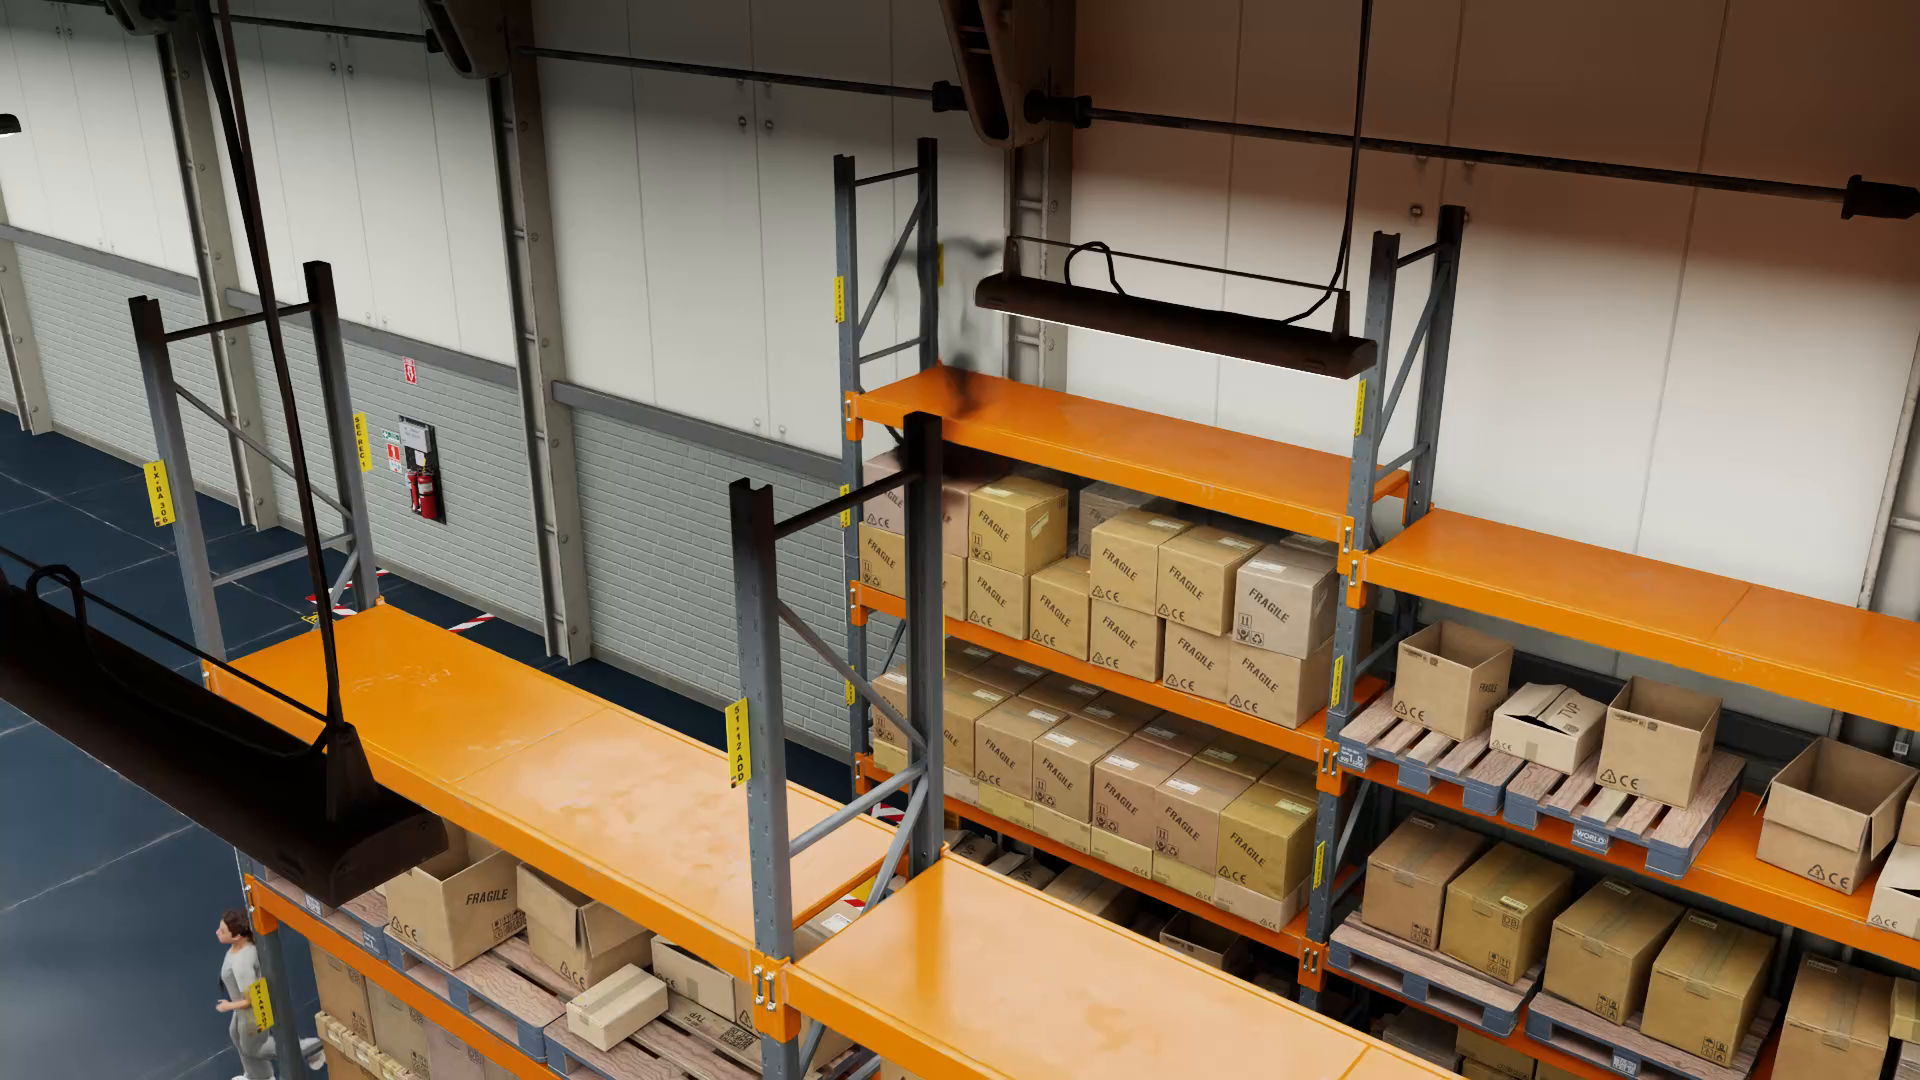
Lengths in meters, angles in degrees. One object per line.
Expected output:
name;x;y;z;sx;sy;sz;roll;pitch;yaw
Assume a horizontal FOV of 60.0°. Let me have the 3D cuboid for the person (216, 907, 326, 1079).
person;-4.664;3.108;11.133;0.757;1.621;0.605;-4;23;-10
